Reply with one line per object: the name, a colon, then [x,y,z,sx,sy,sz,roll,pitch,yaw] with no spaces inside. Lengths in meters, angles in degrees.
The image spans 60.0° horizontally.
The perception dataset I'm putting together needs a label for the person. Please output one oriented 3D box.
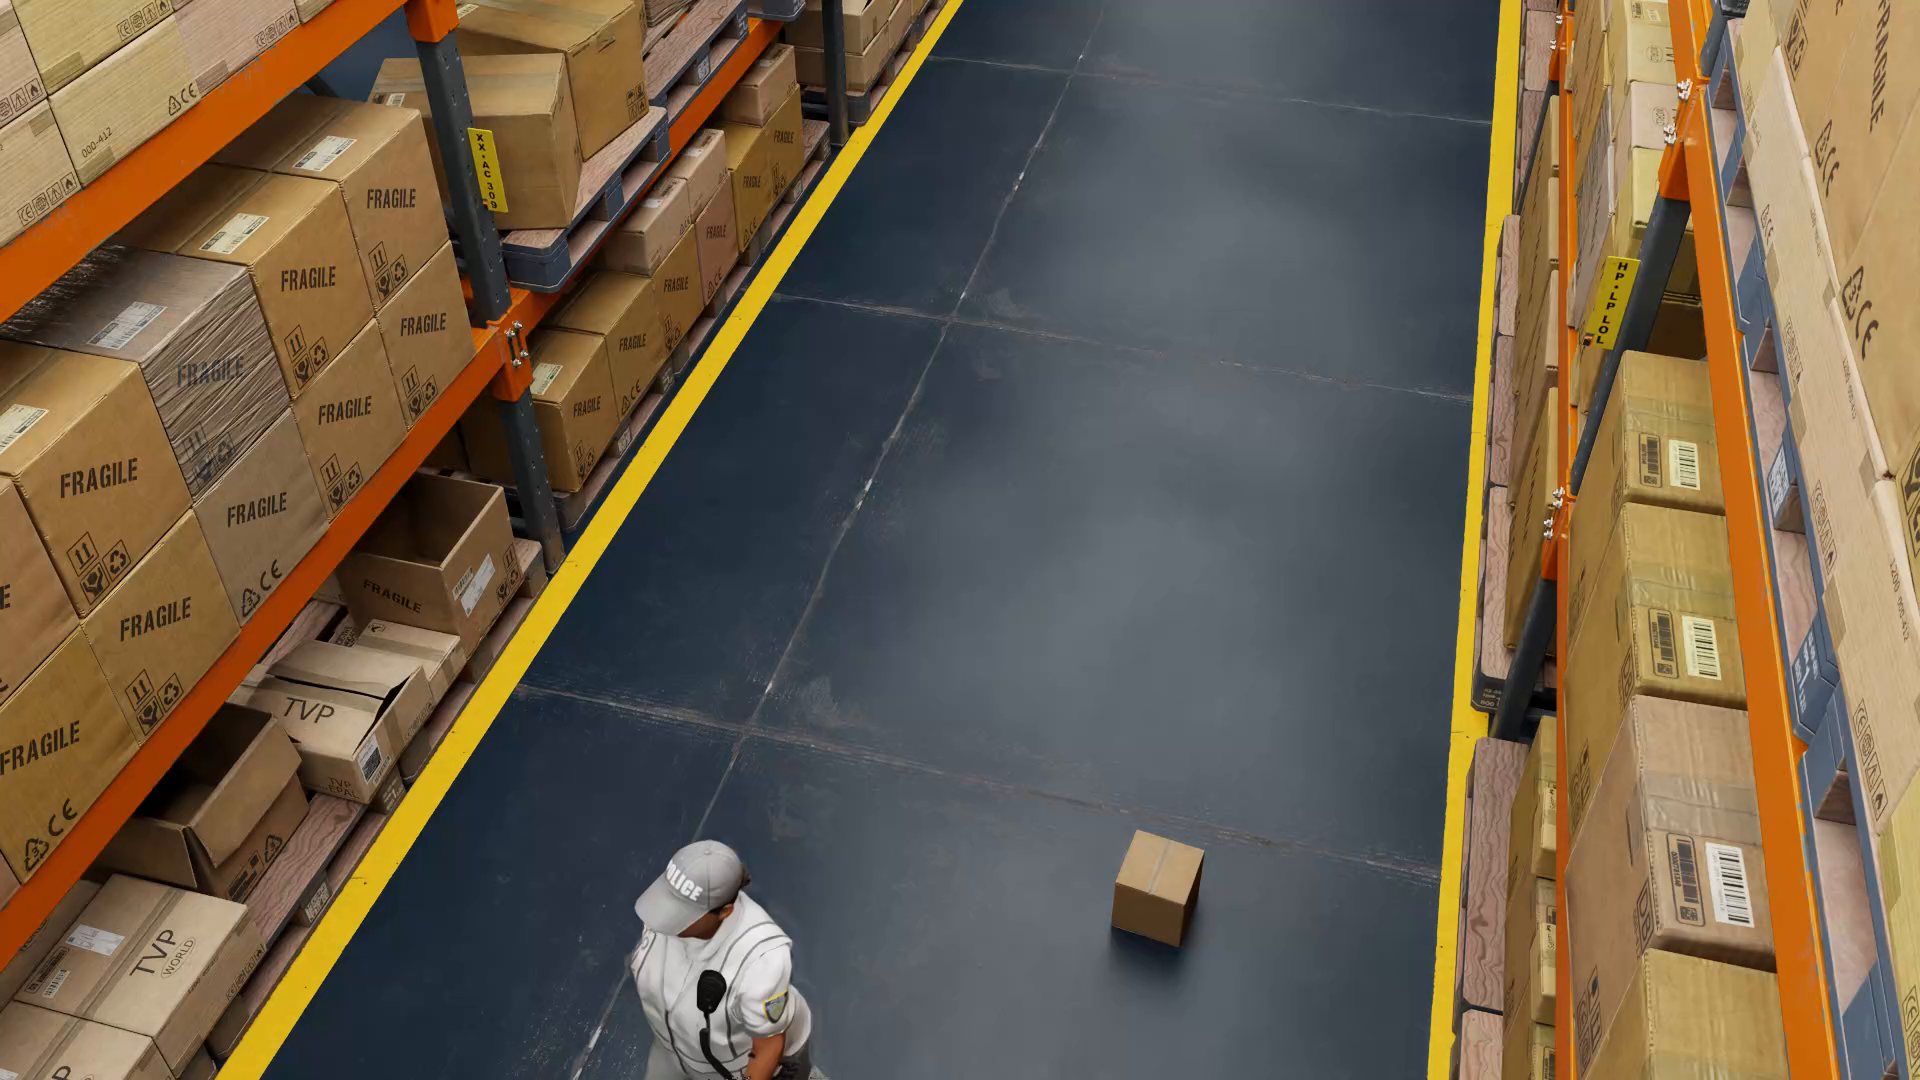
person: [-0.673,1.422,4.539,0.495,1.670,0.841,25,47,26]
